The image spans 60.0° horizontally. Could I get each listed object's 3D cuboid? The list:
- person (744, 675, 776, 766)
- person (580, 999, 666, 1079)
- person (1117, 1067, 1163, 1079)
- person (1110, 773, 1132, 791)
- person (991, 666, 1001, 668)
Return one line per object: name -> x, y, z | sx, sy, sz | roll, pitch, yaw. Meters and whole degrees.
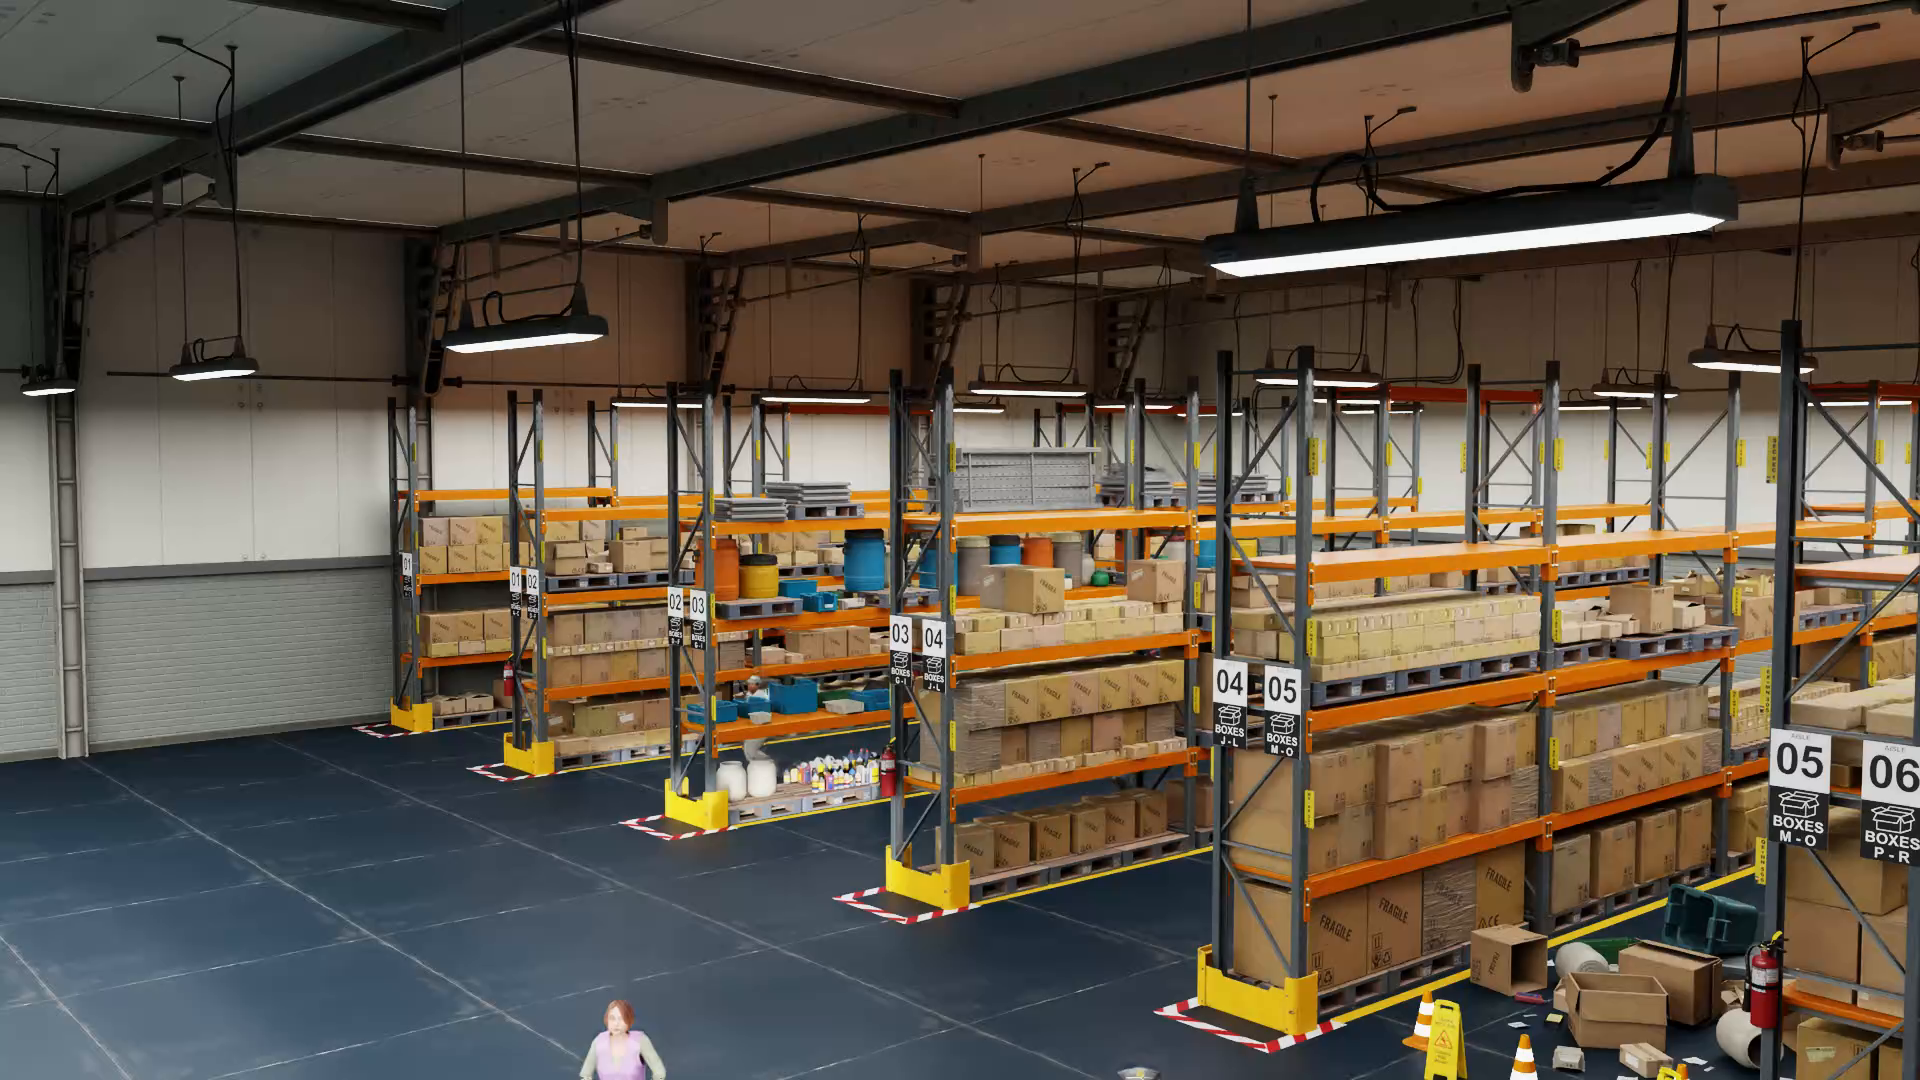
person -> -3.119, 2.872, 25.337 | 0.547, 1.630, 0.621 | -3, 5, -43
person -> -2.209, 3.757, 10.907 | 0.562, 1.559, 0.642 | 0, 3, -3
person -> 0.979, 3.744, 9.141 | 0.676, 1.753, 0.907 | 0, 3, 4
person -> 2.330, 2.969, 23.170 | 0.583, 1.647, 0.700 | 3, 5, 43
person -> 0.580, 2.648, 28.344 | 0.711, 1.743, 0.756 | 3, 4, 40
